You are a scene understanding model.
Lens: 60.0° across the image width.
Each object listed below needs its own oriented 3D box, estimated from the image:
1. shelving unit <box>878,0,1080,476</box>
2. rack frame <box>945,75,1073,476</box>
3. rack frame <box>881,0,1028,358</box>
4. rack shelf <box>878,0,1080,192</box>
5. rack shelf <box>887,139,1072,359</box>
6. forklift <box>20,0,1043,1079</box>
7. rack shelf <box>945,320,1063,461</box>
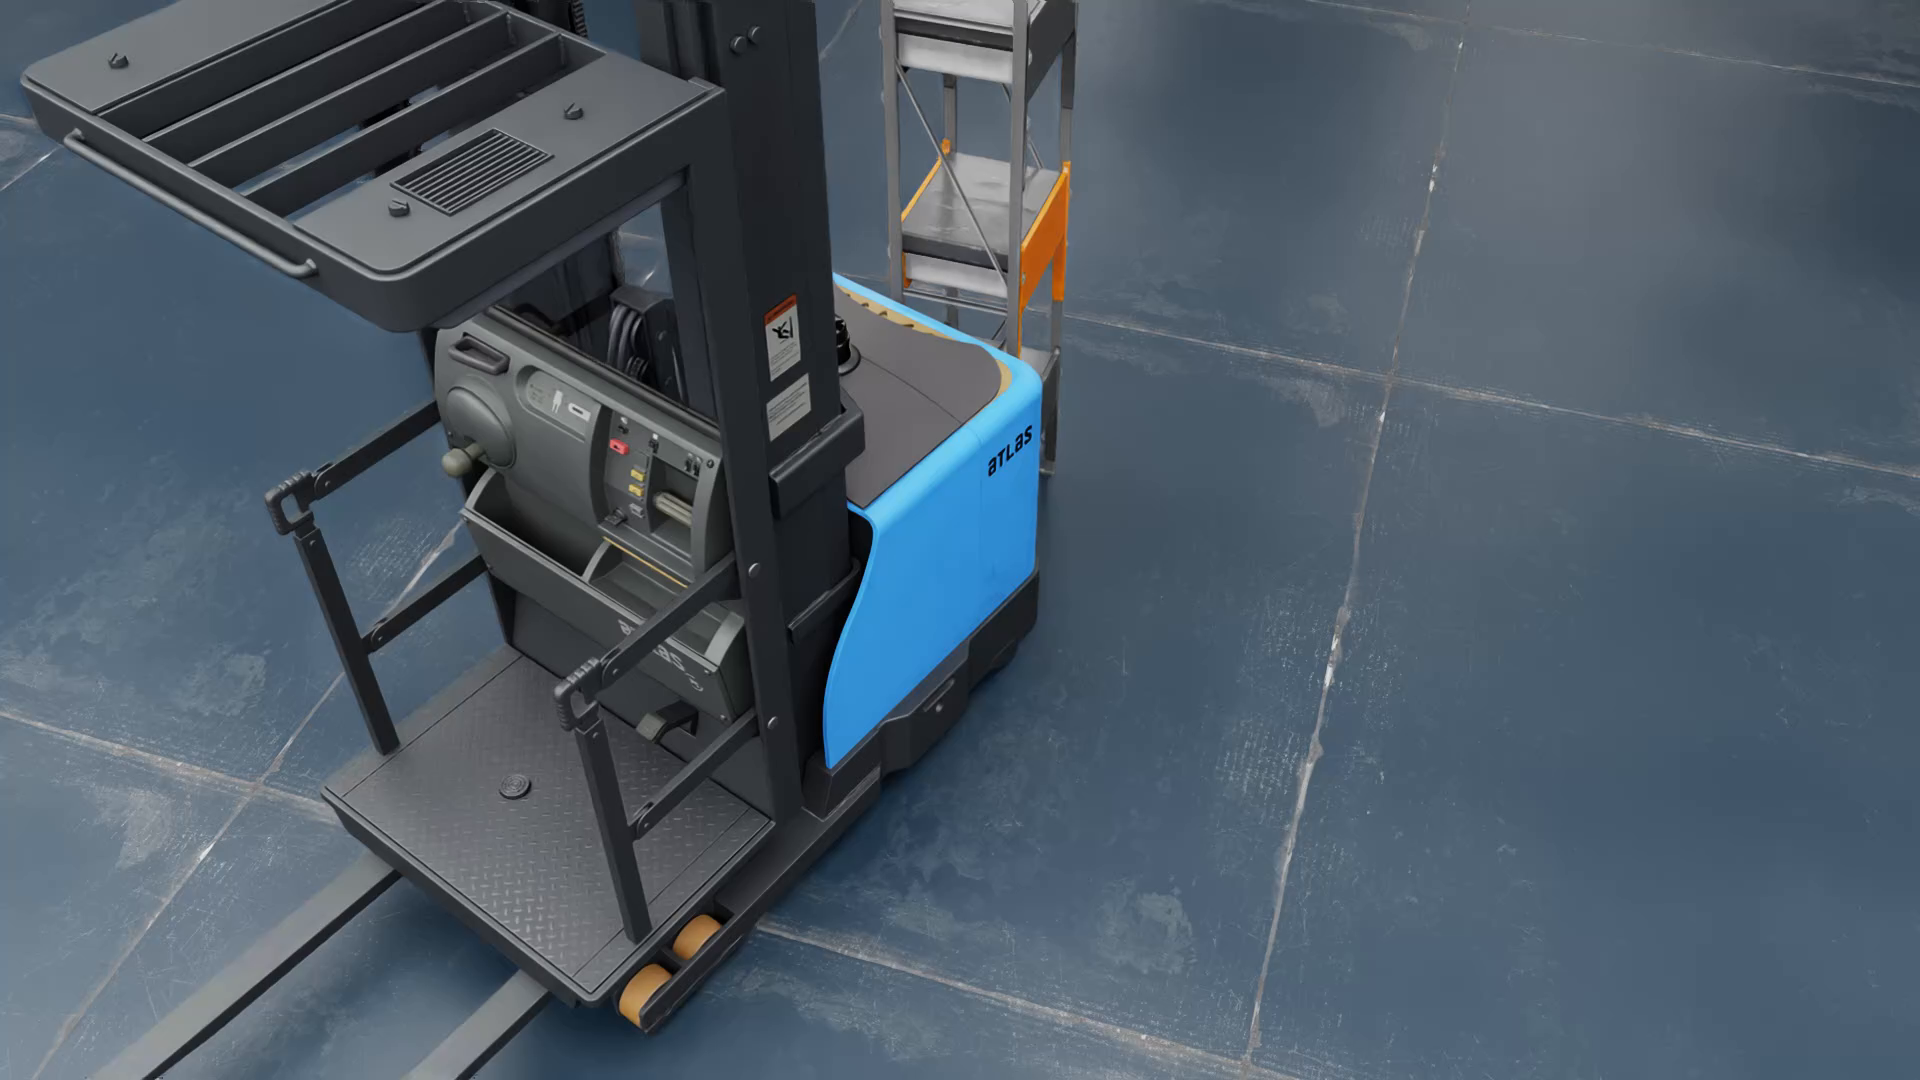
[{"bbox_3d":[0.066,-0.869,5.136,0.431,2.100,0.503,14,46,14],"label":"shelving unit"},{"bbox_3d":[0.146,-1.030,5.300,0.400,2.100,0.015,14,46,14],"label":"rack frame"},{"bbox_3d":[-0.015,-0.708,4.971,0.400,2.100,0.015,14,46,14],"label":"rack frame"},{"bbox_3d":[0.064,-1.359,4.655,0.431,0.518,0.480,14,46,14],"label":"rack shelf"},{"bbox_3d":[0.066,-0.859,5.145,0.431,0.518,0.480,14,46,14],"label":"rack shelf"},{"bbox_3d":[-1.044,-0.149,3.806,1.130,2.935,3.031,28,51,26],"label":"forklift"},{"bbox_3d":[0.067,-0.359,5.635,0.431,0.518,0.480,14,46,14],"label":"rack shelf"}]
